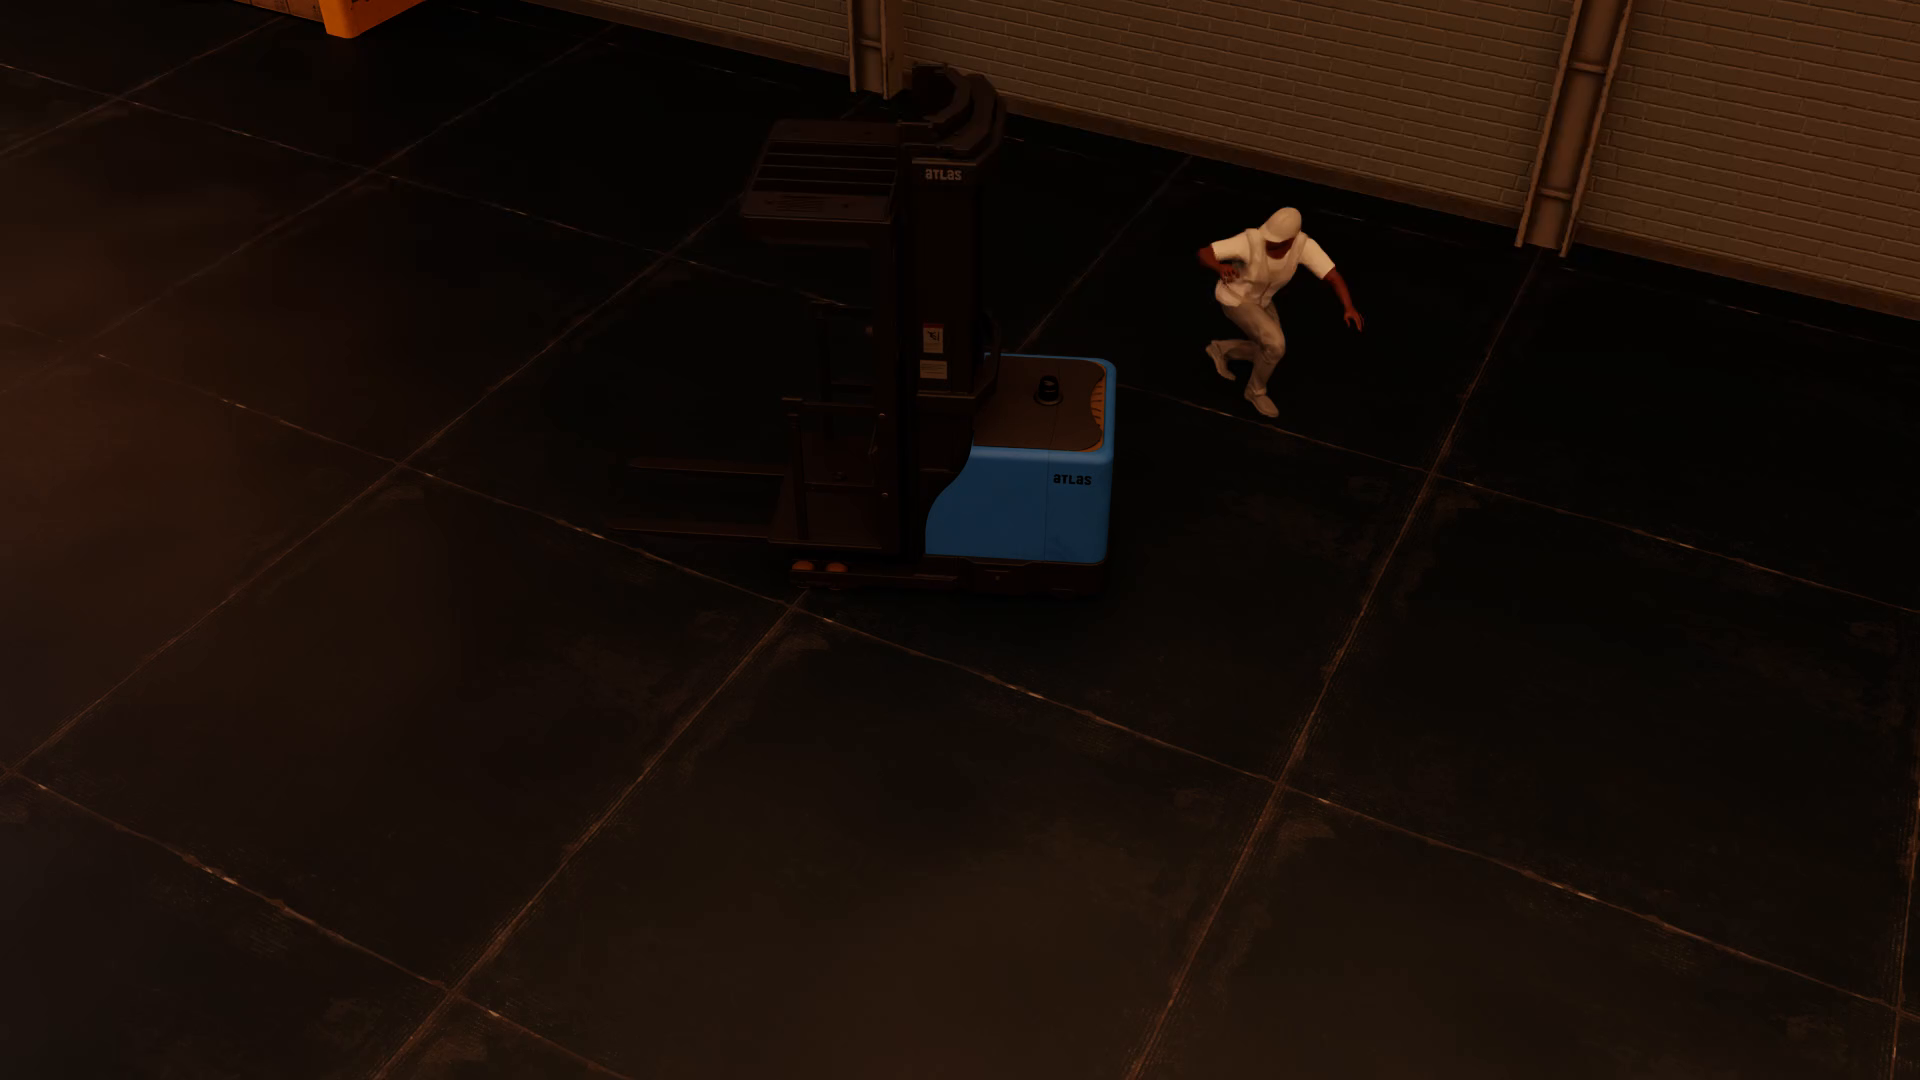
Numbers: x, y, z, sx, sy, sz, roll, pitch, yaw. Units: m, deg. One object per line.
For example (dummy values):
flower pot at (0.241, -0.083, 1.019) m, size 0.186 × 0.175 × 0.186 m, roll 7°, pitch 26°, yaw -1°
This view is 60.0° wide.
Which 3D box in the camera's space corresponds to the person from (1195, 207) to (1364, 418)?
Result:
person at (2.032, -1.457, 10.850) m, size 0.850 × 1.481 × 1.100 m, roll -25°, pitch 46°, yaw -27°

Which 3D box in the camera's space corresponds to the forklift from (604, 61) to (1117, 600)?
forklift at (-0.606, -1.157, 9.360) m, size 3.031 × 2.935 × 1.130 m, roll 3°, pitch 40°, yaw 4°
